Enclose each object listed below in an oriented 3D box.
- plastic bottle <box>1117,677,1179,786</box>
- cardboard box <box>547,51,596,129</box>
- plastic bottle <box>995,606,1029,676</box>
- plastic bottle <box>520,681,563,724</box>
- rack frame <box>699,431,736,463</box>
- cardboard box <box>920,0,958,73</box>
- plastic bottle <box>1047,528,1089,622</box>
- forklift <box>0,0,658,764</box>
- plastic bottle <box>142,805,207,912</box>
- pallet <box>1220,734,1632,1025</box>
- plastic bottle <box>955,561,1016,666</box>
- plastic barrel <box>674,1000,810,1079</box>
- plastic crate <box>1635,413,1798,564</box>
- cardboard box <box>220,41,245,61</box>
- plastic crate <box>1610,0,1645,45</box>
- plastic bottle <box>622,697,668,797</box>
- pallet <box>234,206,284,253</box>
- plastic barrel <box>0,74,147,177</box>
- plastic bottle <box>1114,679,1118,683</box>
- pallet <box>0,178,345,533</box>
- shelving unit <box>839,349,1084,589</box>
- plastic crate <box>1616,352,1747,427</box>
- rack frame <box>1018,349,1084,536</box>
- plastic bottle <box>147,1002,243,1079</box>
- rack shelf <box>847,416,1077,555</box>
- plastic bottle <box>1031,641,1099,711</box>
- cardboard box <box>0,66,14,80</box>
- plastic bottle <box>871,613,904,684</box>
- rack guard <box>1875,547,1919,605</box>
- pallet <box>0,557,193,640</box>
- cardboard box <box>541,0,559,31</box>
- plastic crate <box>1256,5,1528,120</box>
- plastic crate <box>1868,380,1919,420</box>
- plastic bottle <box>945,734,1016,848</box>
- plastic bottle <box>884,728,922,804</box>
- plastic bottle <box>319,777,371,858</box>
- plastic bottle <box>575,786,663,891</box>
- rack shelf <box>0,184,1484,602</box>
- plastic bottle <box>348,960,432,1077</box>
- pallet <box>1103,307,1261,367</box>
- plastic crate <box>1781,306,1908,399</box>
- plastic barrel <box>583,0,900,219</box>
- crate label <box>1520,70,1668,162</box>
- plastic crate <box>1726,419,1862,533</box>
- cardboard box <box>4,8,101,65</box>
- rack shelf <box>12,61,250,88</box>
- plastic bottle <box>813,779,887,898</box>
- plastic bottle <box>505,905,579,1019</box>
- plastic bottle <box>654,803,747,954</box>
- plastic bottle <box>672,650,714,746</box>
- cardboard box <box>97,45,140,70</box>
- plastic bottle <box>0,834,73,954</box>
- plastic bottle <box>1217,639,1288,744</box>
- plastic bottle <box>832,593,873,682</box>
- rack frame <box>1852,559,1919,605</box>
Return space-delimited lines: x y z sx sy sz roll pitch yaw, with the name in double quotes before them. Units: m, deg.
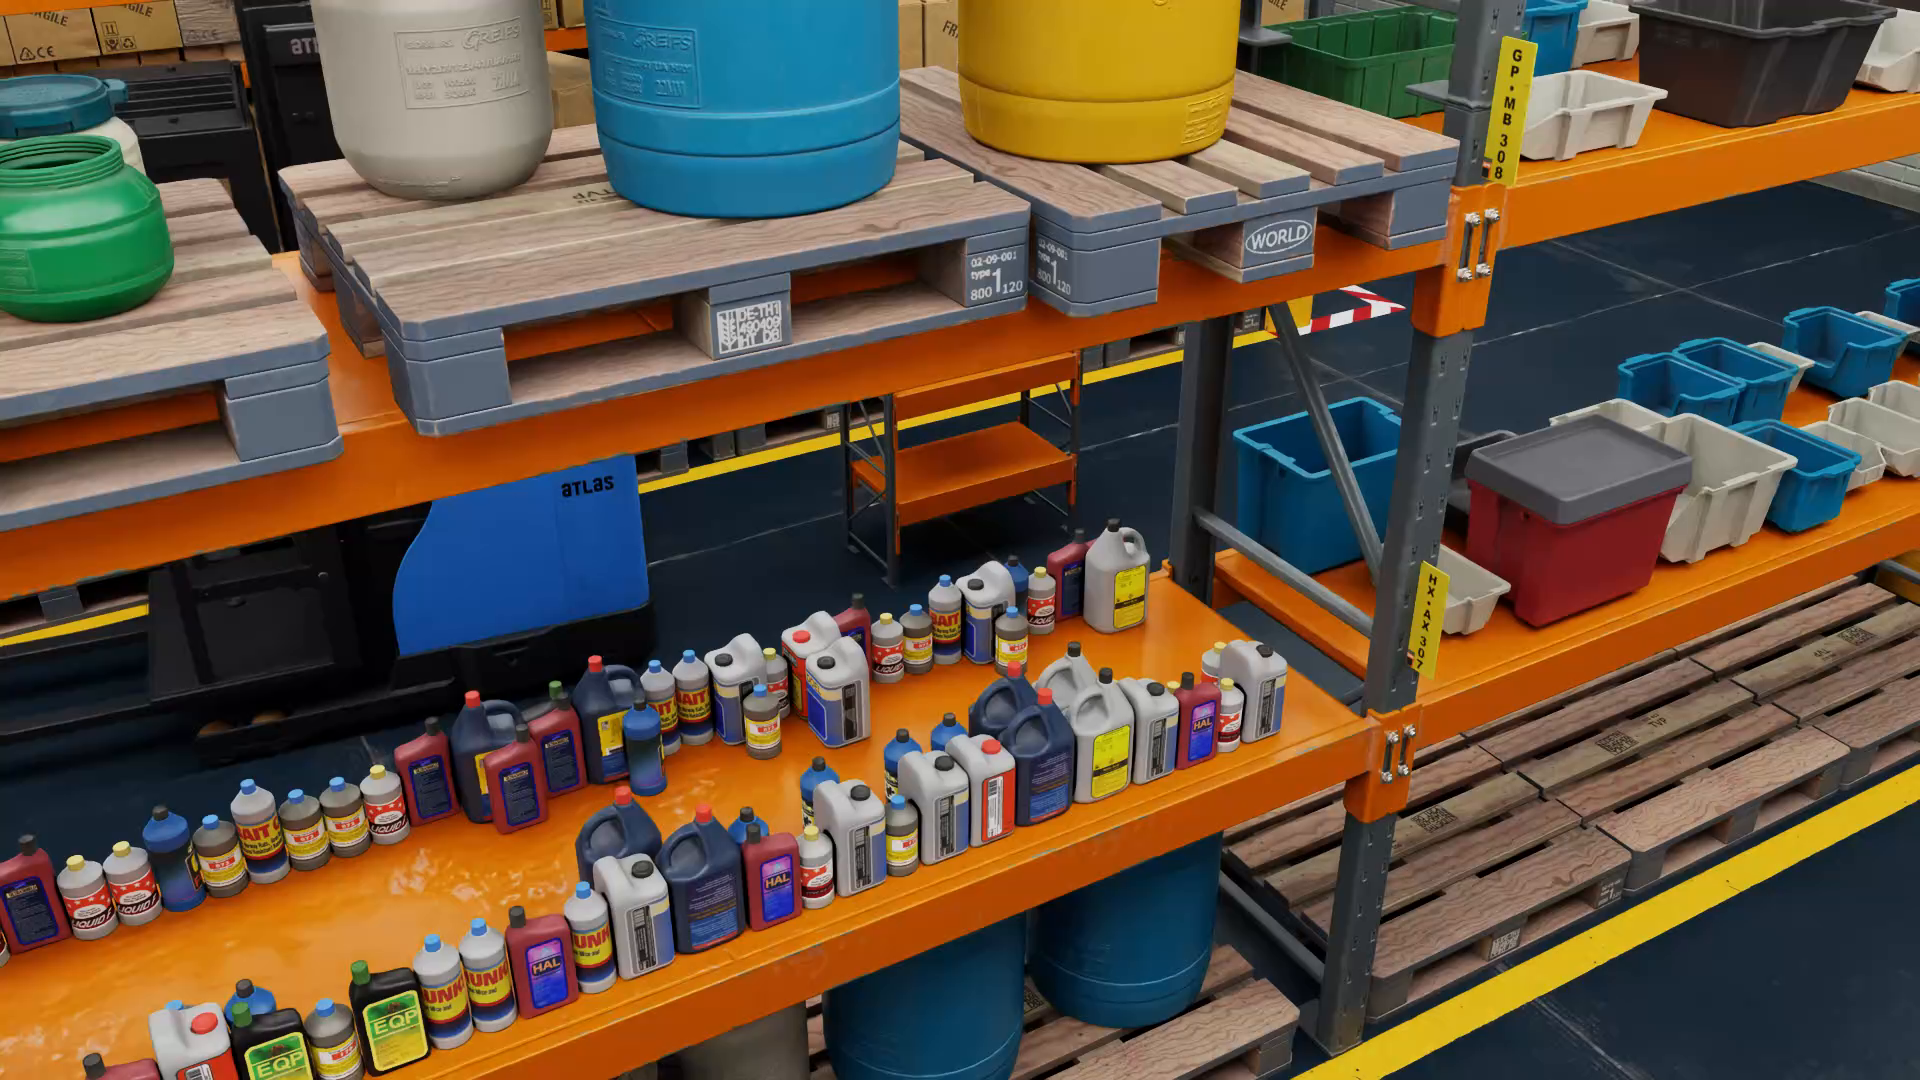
"plastic bottle" 0.487 0.484 4.396 0.135 0.276 0.152 -16 33 -26
"cardboard box" -2.050 -2.160 8.521 0.700 0.500 0.500 22 36 34
"plastic bottle" 0.150 0.288 4.829 0.097 0.201 0.097 0 29 0
"plastic bottle" -1.078 0.505 4.351 0.133 0.283 0.061 -16 33 -26
"rack frame" -1.528 -1.955 8.688 0.127 3.000 1.000 -16 33 -26
"cardboard box" -0.091 -2.687 8.876 0.500 0.500 0.500 -17 33 -28
"plastic bottle" 0.331 0.105 5.076 0.133 0.283 0.061 -16 33 -26
"forklift" -2.889 -0.680 6.449 3.031 2.935 1.130 -12 31 -20
"plastic bottle" -1.862 0.743 3.932 0.097 0.271 0.097 0 29 0
"pallet" 1.593 1.134 5.976 1.213 0.211 1.003 -16 33 -26
"plastic bottle" 0.071 0.208 4.897 0.135 0.276 0.152 -16 33 -26
"plastic barrel" -0.642 1.415 4.721 0.421 0.512 0.421 0 29 0
"plastic crate" 2.388 -0.162 5.500 0.530 0.282 0.437 -16 33 -26
"cardboard box" -5.083 -3.478 11.687 0.250 0.149 0.380 -16 33 -26
"plastic crate" 2.360 -1.717 5.275 0.530 0.282 0.437 -16 33 -26
"plastic bottle" -0.821 0.529 4.321 0.097 0.271 0.097 0 29 0
"pallet" -3.302 -1.370 7.826 1.213 0.211 1.003 -16 33 -26
"plastic barrel" -1.620 -0.671 2.966 0.301 0.262 0.301 0 29 0
"plastic bottle" 0.408 0.470 4.500 0.097 0.201 0.097 0 29 0
"pallet" -1.761 -0.288 2.759 1.213 0.211 1.003 -16 33 -26
"shelving unit" 0.006 -0.494 7.981 1.048 1.125 0.538 -16 33 -26
"plastic crate" 2.653 -0.504 6.169 0.300 0.233 0.416 -16 33 -26
"rack frame" 0.444 -0.619 8.207 0.032 1.125 0.500 -16 33 -26
"plastic bottle" -1.535 1.058 3.356 0.135 0.276 0.152 -16 33 -26
"rack shelf" 0.006 -0.280 8.099 1.000 0.278 0.538 -16 33 -26
"plastic bottle" 0.279 0.432 4.413 0.185 0.351 0.144 -16 33 -26
"cardboard box" -6.440 -3.122 11.042 0.250 0.149 0.380 -16 33 -27
"plastic bottle" -0.211 0.305 4.798 0.097 0.201 0.097 0 29 0
"rack guard" 4.441 0.213 7.346 0.348 0.500 1.175 -16 33 -26
"pallet" -4.314 0.078 7.890 1.213 0.211 1.003 -16 33 -26
"cardboard box" -3.565 -4.275 12.581 0.700 0.700 0.980 -15 32 -26
"plastic crate" 1.190 -1.341 4.690 0.662 0.188 0.450 -16 33 -26
"plastic crate" 3.558 -0.441 6.155 0.243 0.136 0.396 -16 33 -26
"plastic bottle" 0.052 0.608 4.173 0.135 0.276 0.152 -16 33 -26
"plastic bottle" -0.143 0.595 4.200 0.097 0.271 0.097 0 29 0
"plastic bottle" -1.527 0.679 4.121 0.097 0.201 0.097 0 29 0
"plastic bottle" -0.791 0.732 3.871 0.185 0.351 0.144 -16 33 -26
"rack shelf" -0.746 -0.399 3.509 4.000 0.370 1.077 -16 33 -26
"plastic bottle" -1.197 0.985 3.482 0.133 0.283 0.061 -16 33 -26
"pallet" 1.168 -1.499 10.748 1.213 0.211 1.003 -16 33 -26
"plastic crate" 3.480 -0.738 6.594 0.300 0.233 0.416 -16 33 -26
"plastic barrel" -0.416 -1.126 3.127 0.708 0.901 0.600 -16 33 -26
"crate label" 1.547 -1.088 4.285 0.466 0.136 0.293 -16 33 -26
"plastic crate" 2.786 -0.213 5.643 0.300 0.233 0.416 -16 33 -26
"cardboard box" -6.056 -3.479 11.017 0.500 0.500 0.500 -16 33 -27
"rack shelf" -5.765 -3.213 11.712 4.000 0.370 1.077 -16 33 -26
"plastic bottle" -0.264 0.698 4.010 0.135 0.276 0.152 -16 33 -26
"plastic bottle" -0.914 0.905 3.627 0.133 0.283 0.061 -16 33 -26
"plastic bottle" -0.598 0.762 3.816 0.185 0.351 0.144 -16 33 -26
"plastic bottle" -0.726 0.421 4.516 0.097 0.271 0.097 0 29 0
"cardboard box" -5.771 -3.301 11.367 0.250 0.149 0.380 -16 33 -26
"plastic bottle" -2.139 0.806 3.805 0.133 0.283 0.061 -16 33 -26
"plastic bottle" 0.802 0.395 4.558 0.135 0.276 0.152 -16 33 -26
"plastic bottle" -0.320 0.290 4.741 0.133 0.283 0.061 -16 33 -26
"rack frame" 4.427 -0.870 6.721 0.127 3.000 1.000 -16 33 -26
